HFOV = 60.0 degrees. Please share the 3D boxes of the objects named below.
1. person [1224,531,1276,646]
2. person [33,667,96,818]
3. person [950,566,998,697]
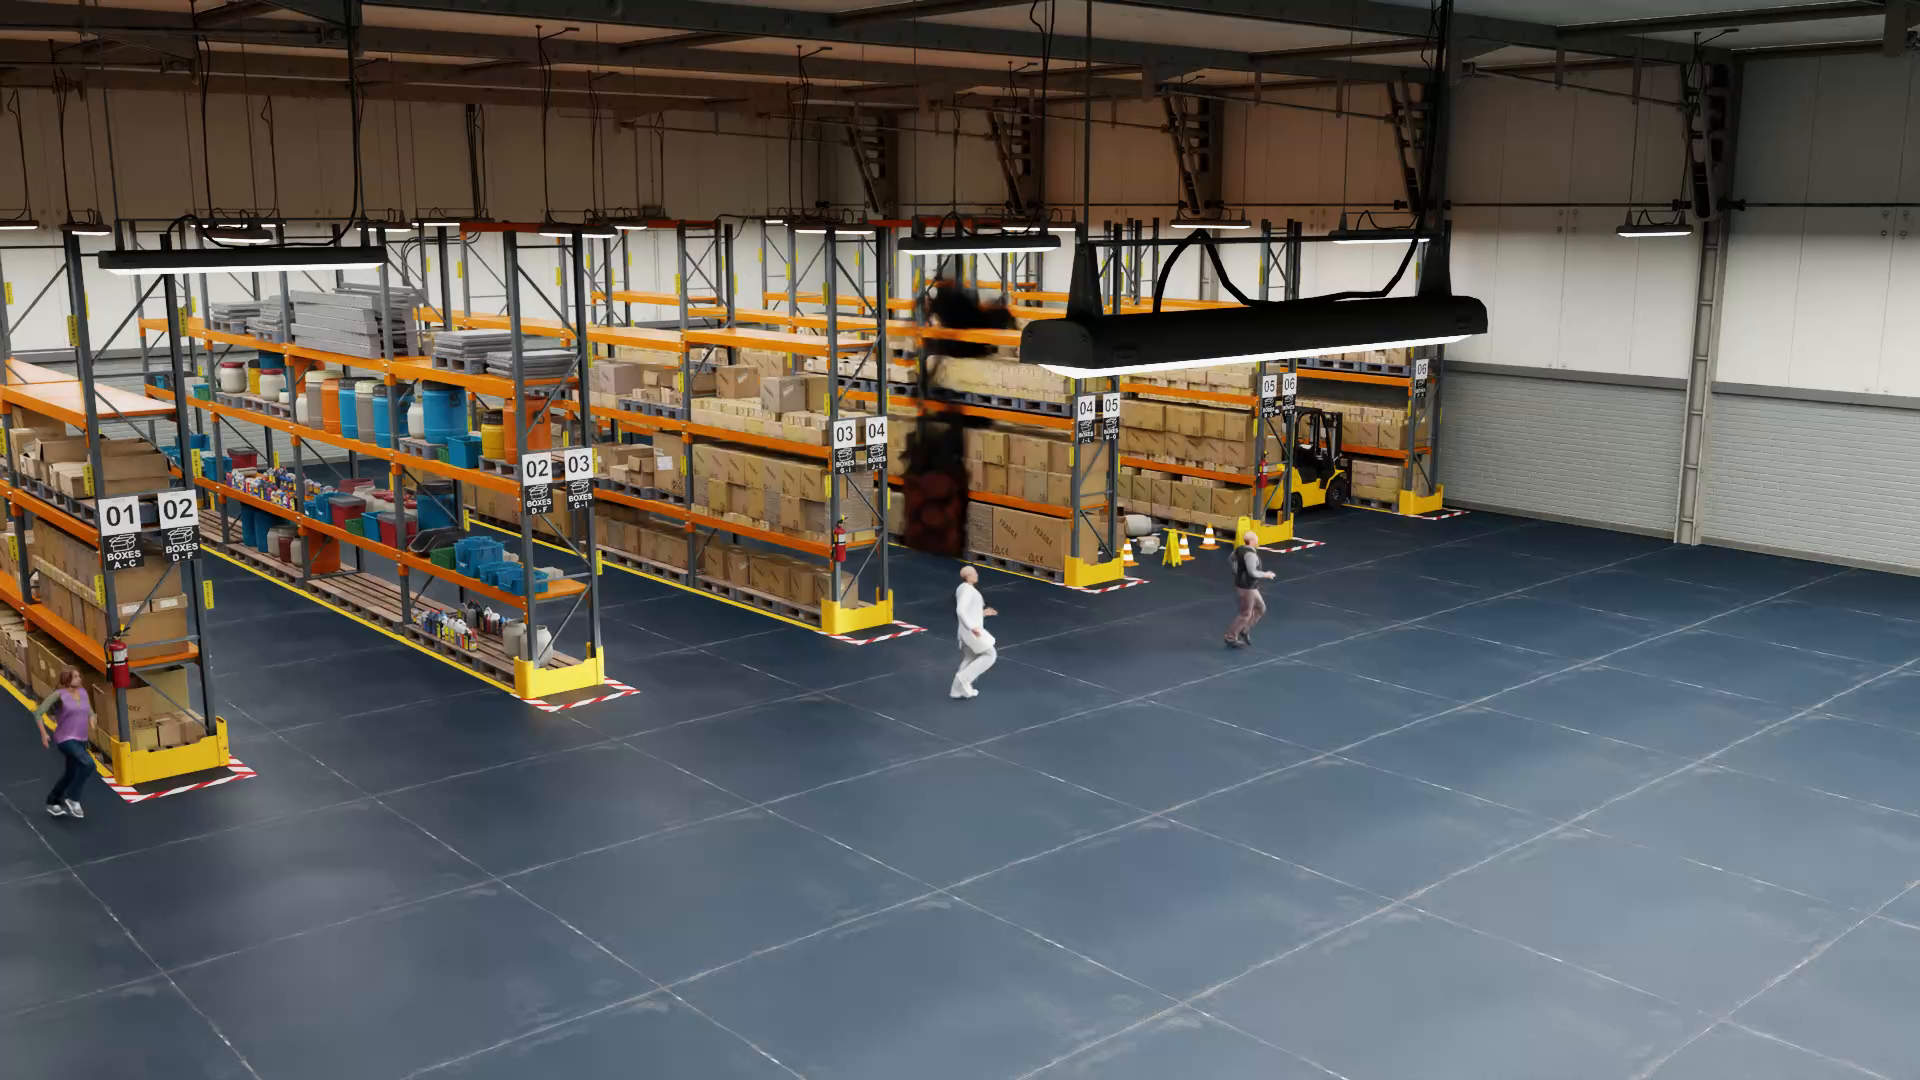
[{"bbox_3d":[4.185,0.722,24.026,0.703,1.734,0.657,0,11,1],"label":"person"},{"bbox_3d":[-9.296,2.102,17.446,0.618,1.538,0.531,3,12,15],"label":"person"},{"bbox_3d":[0.194,1.187,21.545,0.652,1.737,0.692,-3,12,-15],"label":"person"}]
